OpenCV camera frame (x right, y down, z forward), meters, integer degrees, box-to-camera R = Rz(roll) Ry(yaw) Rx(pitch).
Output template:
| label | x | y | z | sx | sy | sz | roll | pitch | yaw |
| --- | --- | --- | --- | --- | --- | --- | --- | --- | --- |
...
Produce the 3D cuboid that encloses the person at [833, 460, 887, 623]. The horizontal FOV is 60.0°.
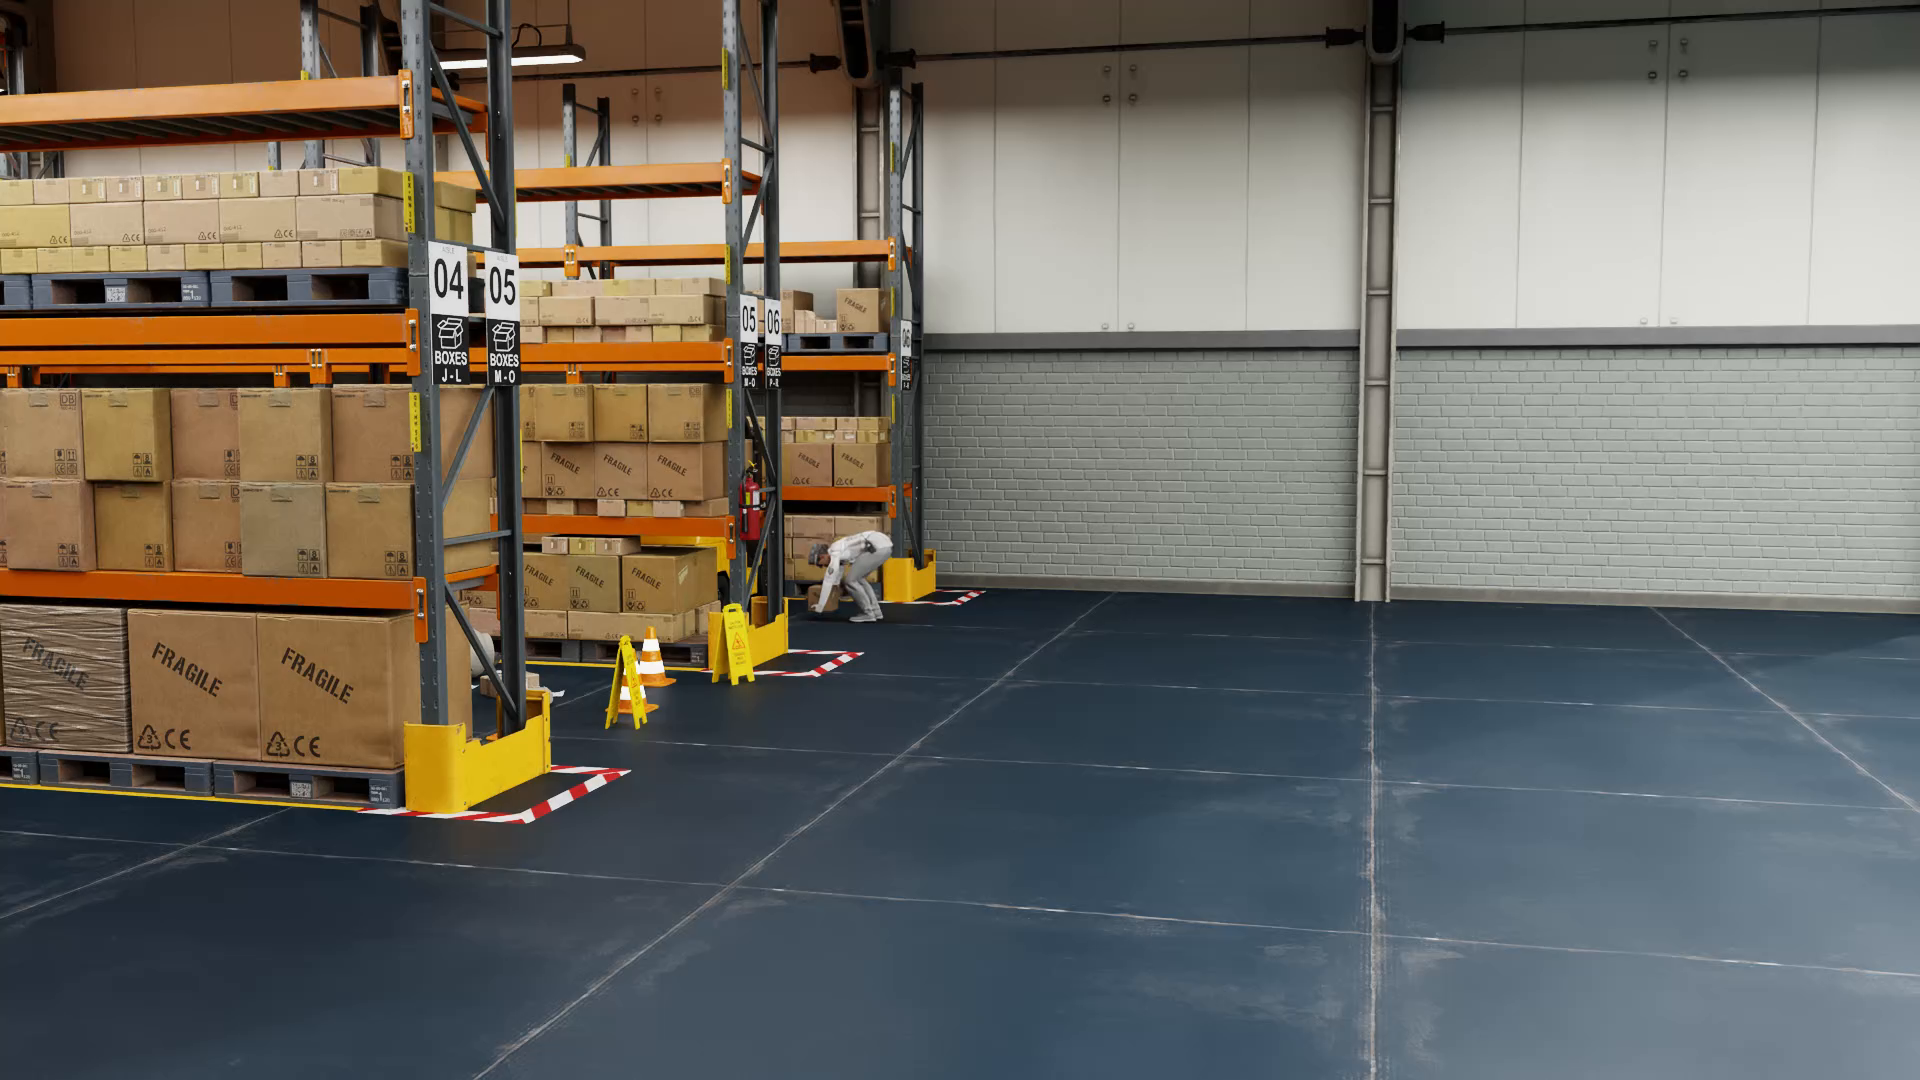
| label | x | y | z | sx | sy | sz | roll | pitch | yaw |
| --- | --- | --- | --- | --- | --- | --- | --- | --- | --- |
| person | -1.020 | 0.008 | 17.328 | 0.556 | 1.687 | 0.459 | 1 | 5 | 15 |
